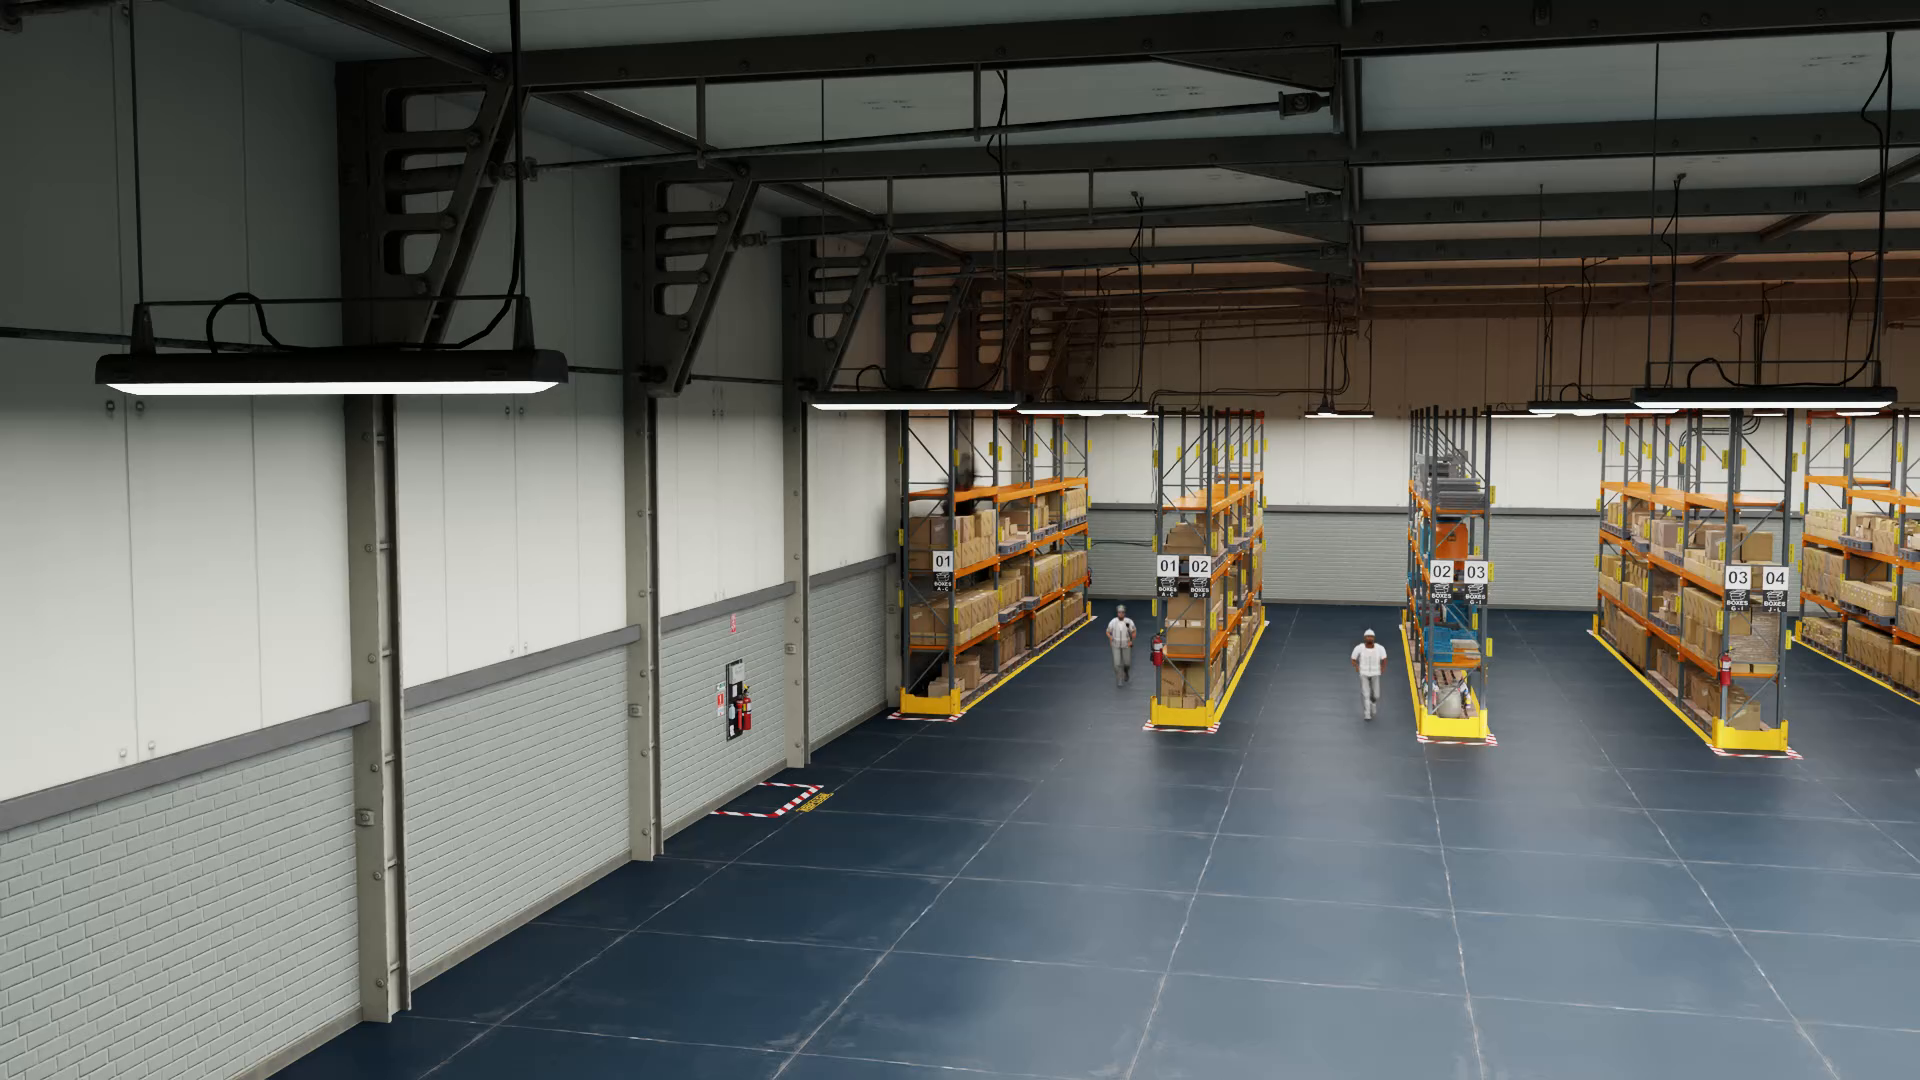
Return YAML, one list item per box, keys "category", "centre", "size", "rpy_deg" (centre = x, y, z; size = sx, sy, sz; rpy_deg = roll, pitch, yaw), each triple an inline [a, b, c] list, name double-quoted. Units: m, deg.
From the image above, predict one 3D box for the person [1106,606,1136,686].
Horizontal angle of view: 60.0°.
- category: "person"
  centre: [3.480, 2.278, 35.938]
  size: [0.659, 1.726, 0.622]
  rpy_deg: [0, 4, 6]

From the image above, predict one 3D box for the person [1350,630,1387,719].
- category: "person"
  centre: [7.843, 2.577, 31.882]
  size: [0.696, 1.717, 0.605]
  rpy_deg: [1, 4, 7]
